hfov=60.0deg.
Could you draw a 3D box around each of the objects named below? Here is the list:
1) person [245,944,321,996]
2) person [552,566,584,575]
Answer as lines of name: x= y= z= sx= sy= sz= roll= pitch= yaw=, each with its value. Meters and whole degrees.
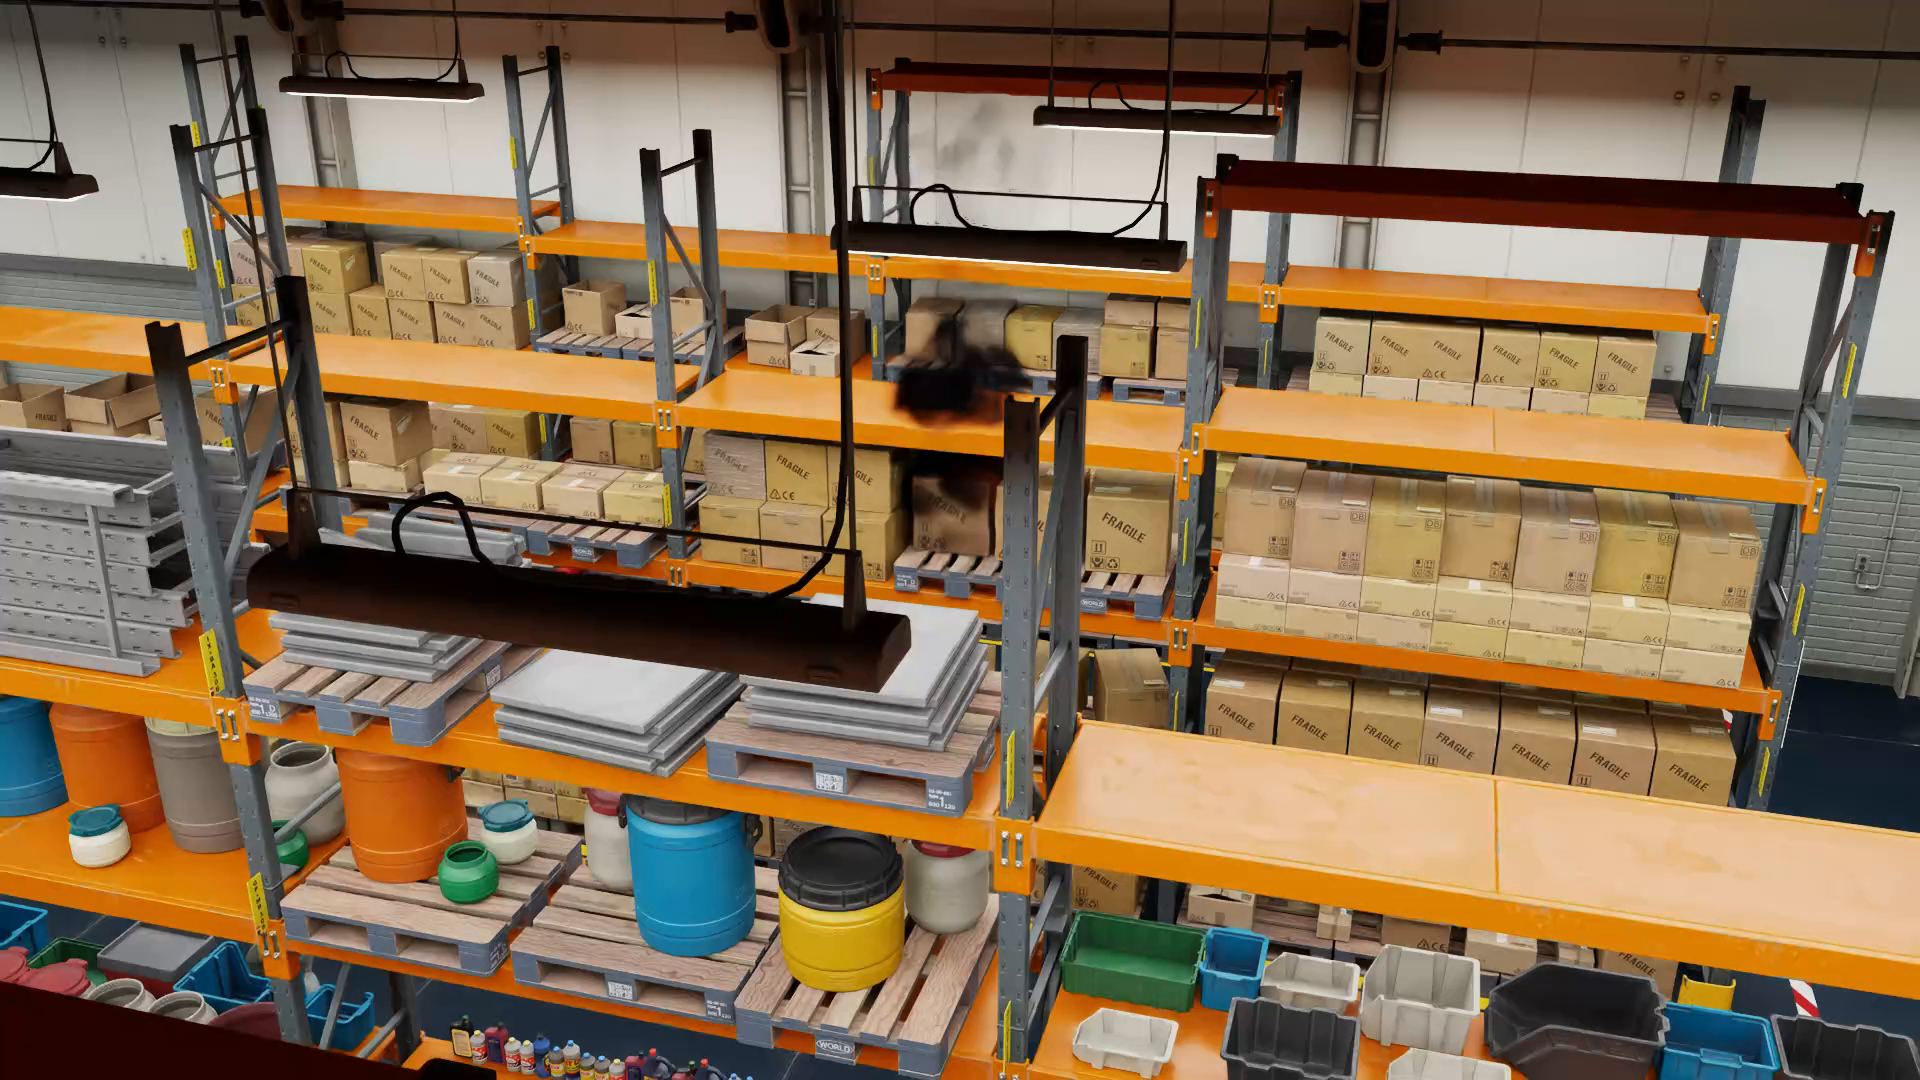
person: x=-4.834 y=2.808 z=11.866 sx=0.703 sy=1.615 sz=0.598 roll=8 pitch=24 yaw=19
person: x=-4.019 y=0.729 z=16.816 sx=0.607 sy=1.688 sz=0.651 roll=3 pitch=23 yaw=7
